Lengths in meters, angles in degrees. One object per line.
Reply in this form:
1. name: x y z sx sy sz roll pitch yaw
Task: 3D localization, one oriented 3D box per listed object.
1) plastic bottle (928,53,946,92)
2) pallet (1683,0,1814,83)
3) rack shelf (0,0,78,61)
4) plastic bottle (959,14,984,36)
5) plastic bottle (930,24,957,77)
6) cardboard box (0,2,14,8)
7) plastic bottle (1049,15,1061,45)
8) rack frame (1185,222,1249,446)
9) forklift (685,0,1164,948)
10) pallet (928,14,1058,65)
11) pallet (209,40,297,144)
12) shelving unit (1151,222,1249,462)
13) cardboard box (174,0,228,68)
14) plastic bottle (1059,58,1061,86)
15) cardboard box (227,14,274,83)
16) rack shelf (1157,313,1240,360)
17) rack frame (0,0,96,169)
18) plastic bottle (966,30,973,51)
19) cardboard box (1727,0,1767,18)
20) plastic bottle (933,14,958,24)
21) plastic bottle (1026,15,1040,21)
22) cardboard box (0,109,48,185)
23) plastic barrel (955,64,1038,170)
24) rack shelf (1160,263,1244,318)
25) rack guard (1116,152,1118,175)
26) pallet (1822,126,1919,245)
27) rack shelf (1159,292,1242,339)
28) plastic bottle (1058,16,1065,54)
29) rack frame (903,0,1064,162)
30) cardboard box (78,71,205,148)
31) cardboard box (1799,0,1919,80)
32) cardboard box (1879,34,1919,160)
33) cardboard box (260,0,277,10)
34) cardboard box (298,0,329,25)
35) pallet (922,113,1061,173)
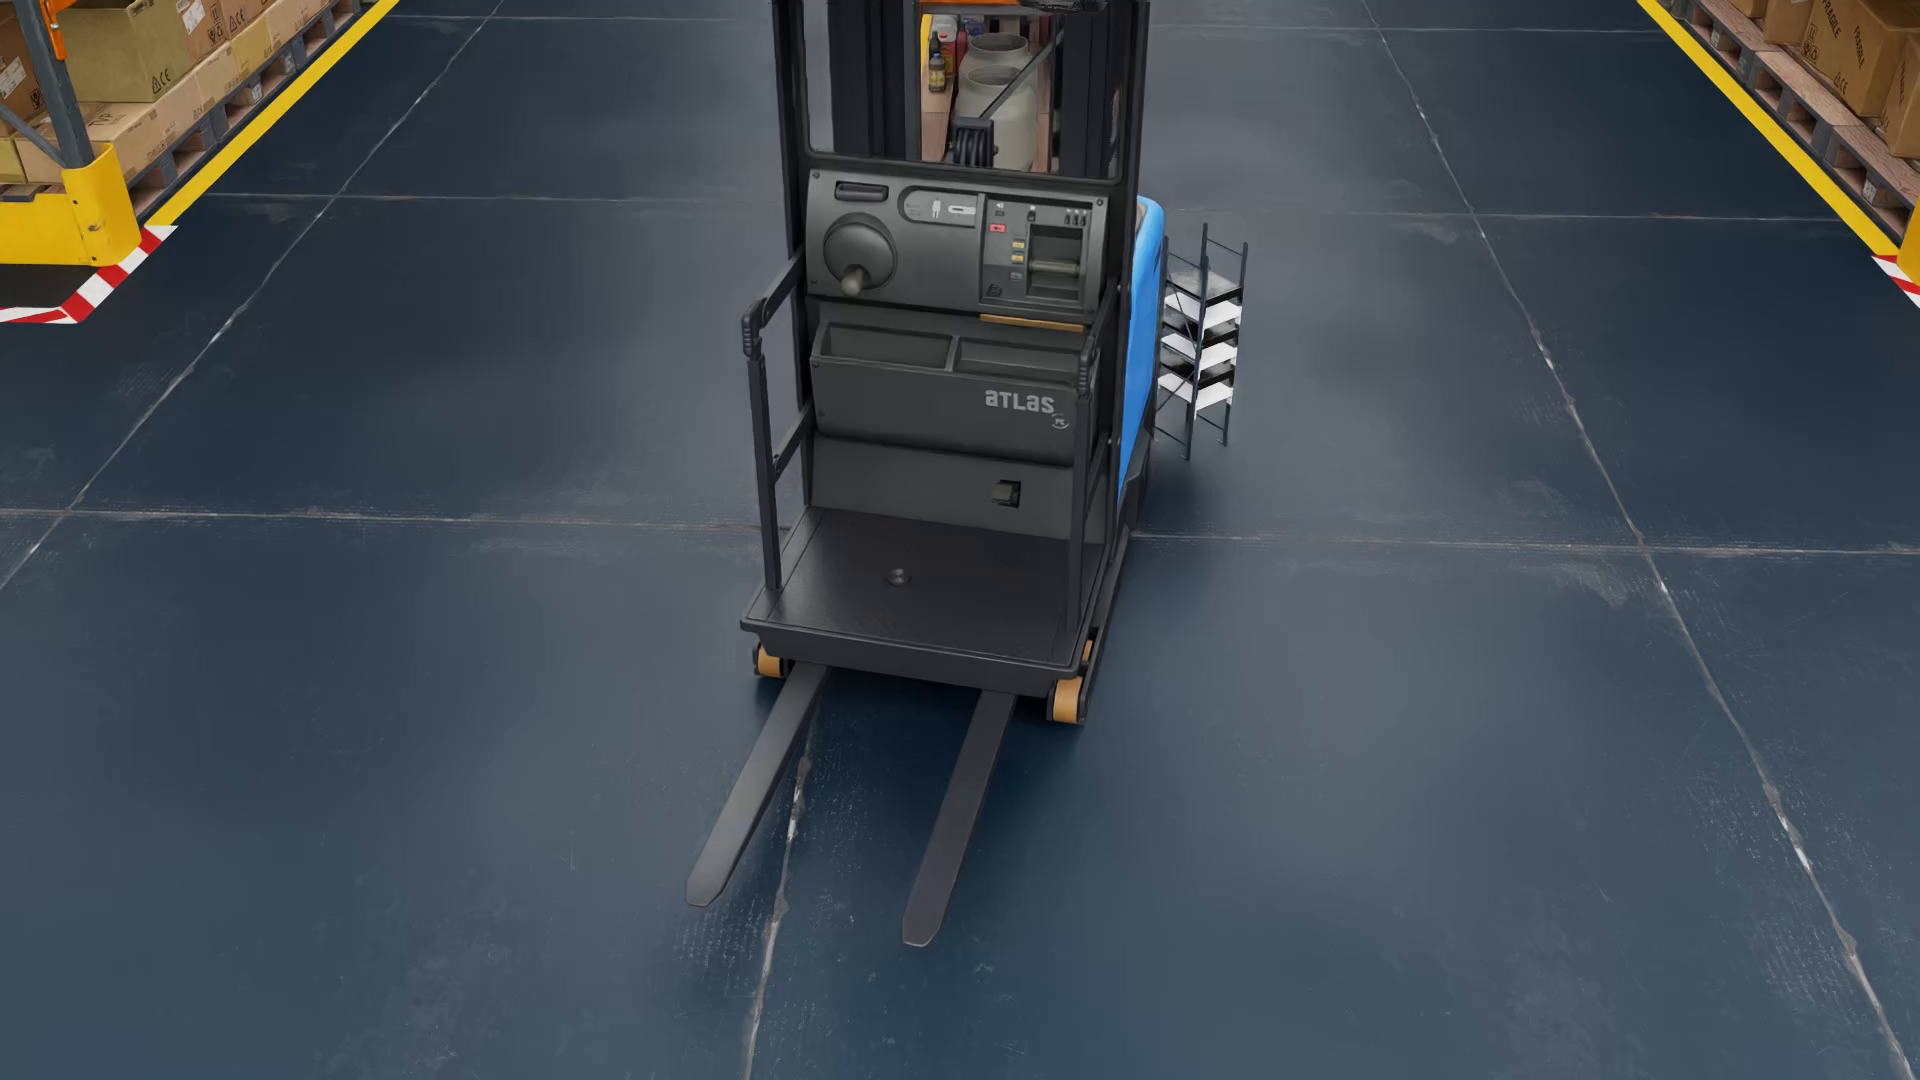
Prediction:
1. plastic bottle: -0.131 -2.678 9.502 0.097 0.201 0.097 0 35 0
2. pallet: 5.351 -3.233 10.667 1.003 0.211 1.213 1 35 2
3. rack shelf: -4.636 -3.548 9.316 1.077 0.370 4.000 1 35 2
4. plastic bottle: 0.071 -3.145 10.103 0.152 0.276 0.135 1 35 2
5. plastic bottle: -0.094 -2.852 9.686 0.152 0.276 0.135 2 35 2
6. cardboard box: -4.967 -2.937 9.194 0.500 0.500 0.500 1 35 2
7. plastic bottle: 0.625 -3.175 10.145 0.152 0.276 0.135 2 35 3
8. rack frame: 1.017 -0.808 6.617 0.006 0.900 0.240 -23 41 -29
9. forklift: -0.065 -0.843 4.901 1.130 2.935 3.031 8 36 11
10. pallet: 0.325 -3.349 10.832 1.003 0.211 1.213 1 35 2
11. pallet: -4.676 -2.692 9.897 1.003 0.211 1.213 1 35 2
12. shelving unit: 0.936 -0.773 6.567 0.210 0.900 0.258 -23 41 -29
13. cardboard box: -4.447 -2.925 9.177 0.500 0.500 0.500 1 35 2
14. plastic bottle: 0.621 -2.706 9.543 0.097 0.201 0.097 0 35 0
15. cardboard box: -4.411 -2.905 9.801 0.500 0.250 0.500 1 35 2
16. rack shelf: 0.936 -0.819 6.534 0.200 0.077 0.258 -23 41 -29
17. rack frame: -4.716 -2.694 7.474 1.000 3.000 0.127 1 35 2
18. plastic bottle: 0.037 -2.909 9.832 0.097 0.201 0.097 0 35 0
19. cardboard box: 5.287 -3.681 10.688 0.500 0.500 0.500 0 35 0
20. plastic bottle: -0.086 -3.058 9.913 0.144 0.351 0.185 3 35 4
21. plastic bottle: 0.499 -3.443 10.526 0.152 0.276 0.135 1 35 2
22. cardboard box: -4.990 -2.055 8.592 0.500 0.250 0.500 1 35 2
23. plastic barrel: 0.183 -2.111 8.443 0.421 0.512 0.421 0 35 0
24. rack shelf: 0.936 -0.966 6.431 0.200 0.077 0.258 -23 41 -29
25. rack guard: 0.189 -1.599 8.091 1.175 0.500 0.348 1 35 2
26. pallet: 5.253 -1.831 8.672 1.003 0.211 1.213 1 35 2
27. rack shelf: 0.936 -0.893 6.483 0.200 0.077 0.258 -23 41 -29
28. plastic bottle: 0.643 -3.046 9.966 0.097 0.271 0.097 0 35 0
29. rack frame: 0.233 -2.577 7.308 1.000 3.000 0.127 1 35 2
30. cardboard box: -4.456 -2.331 8.984 0.500 0.250 0.500 1 35 2
31. cardboard box: 5.325 -2.993 9.709 0.500 0.500 0.500 -2 35 -2
32. cardboard box: 5.213 -2.314 8.743 0.500 0.500 0.500 10 36 14
33. cardboard box: -4.404 -3.500 9.995 0.500 0.500 0.500 1 35 2
34. cardboard box: -4.386 -3.480 10.619 0.500 0.250 0.500 1 35 2
35. pallet: 0.227 -1.948 8.838 1.003 0.211 1.213 1 35 2
